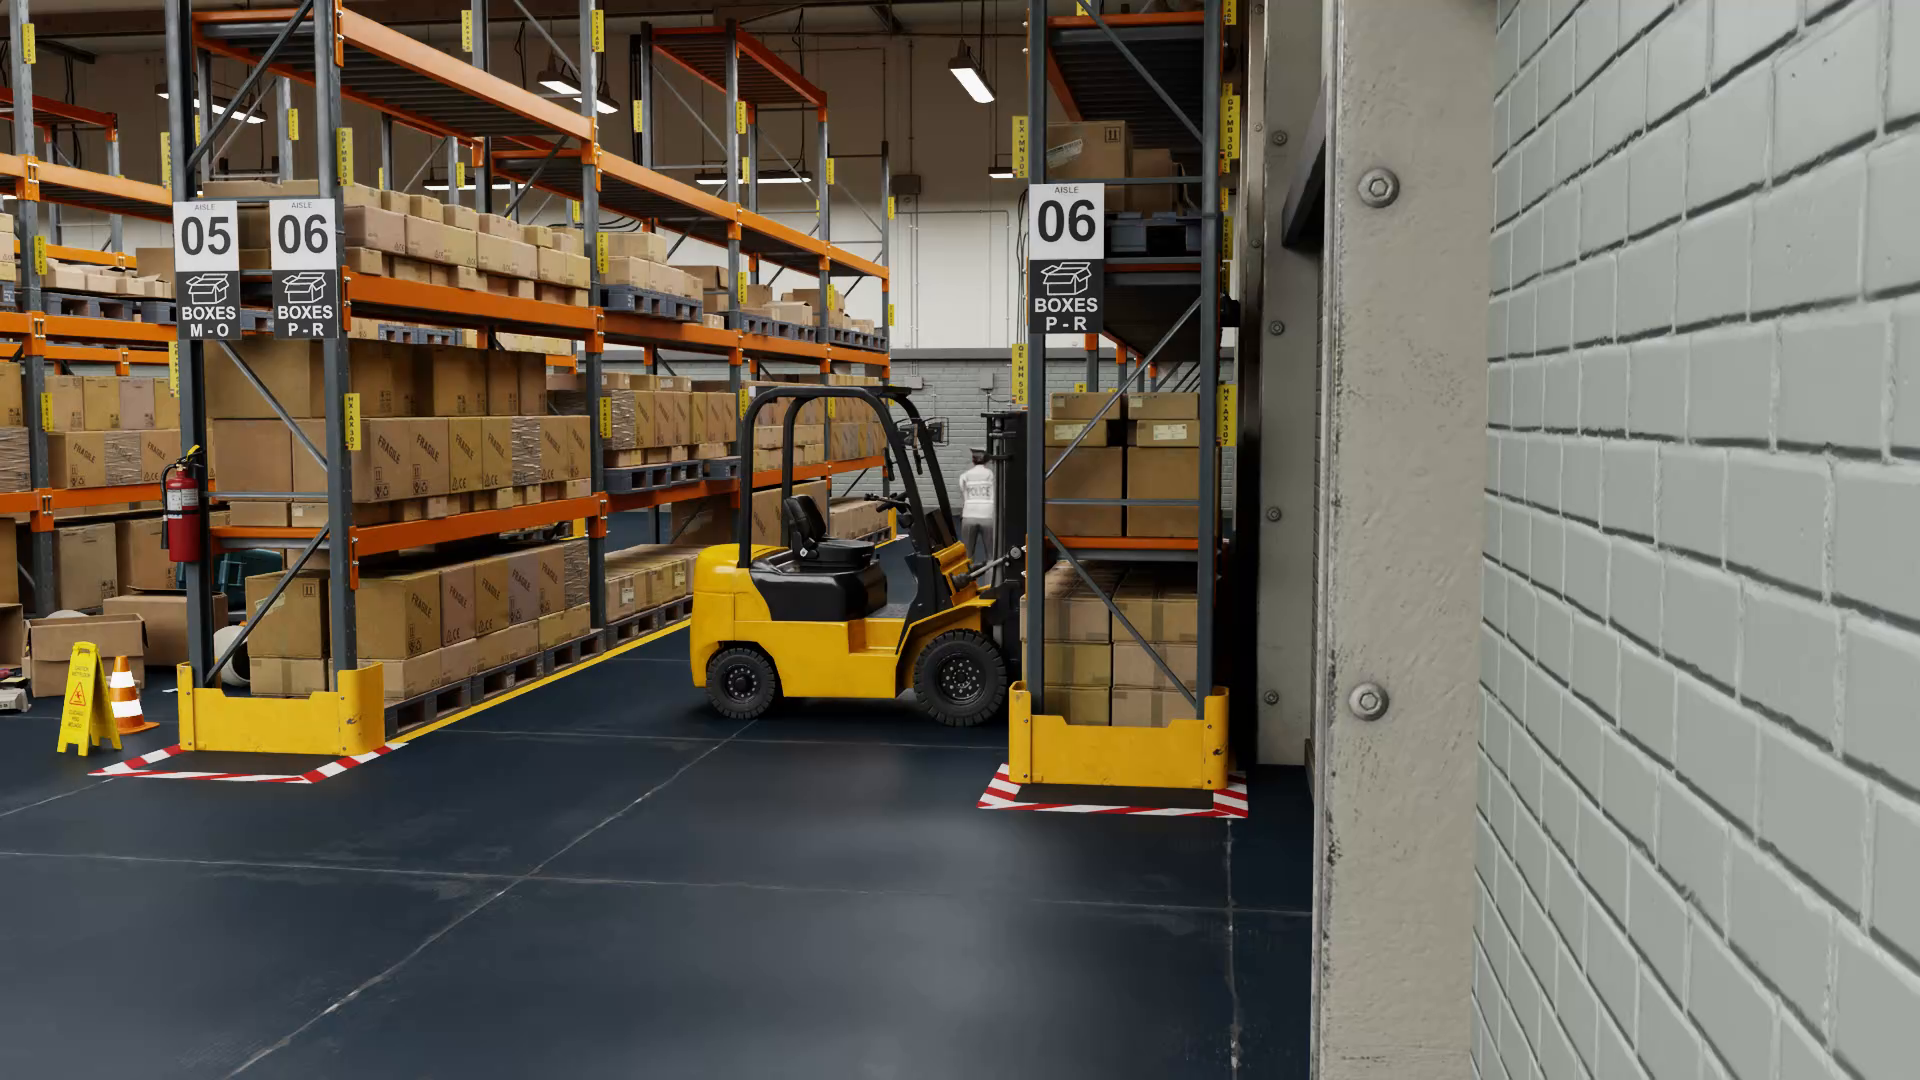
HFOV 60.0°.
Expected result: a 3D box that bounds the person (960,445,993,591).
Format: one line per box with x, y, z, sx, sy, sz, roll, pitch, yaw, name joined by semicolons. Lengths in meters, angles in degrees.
0.201;-0.155;17.093;0.412;1.630;0.559;1;5;8;person
